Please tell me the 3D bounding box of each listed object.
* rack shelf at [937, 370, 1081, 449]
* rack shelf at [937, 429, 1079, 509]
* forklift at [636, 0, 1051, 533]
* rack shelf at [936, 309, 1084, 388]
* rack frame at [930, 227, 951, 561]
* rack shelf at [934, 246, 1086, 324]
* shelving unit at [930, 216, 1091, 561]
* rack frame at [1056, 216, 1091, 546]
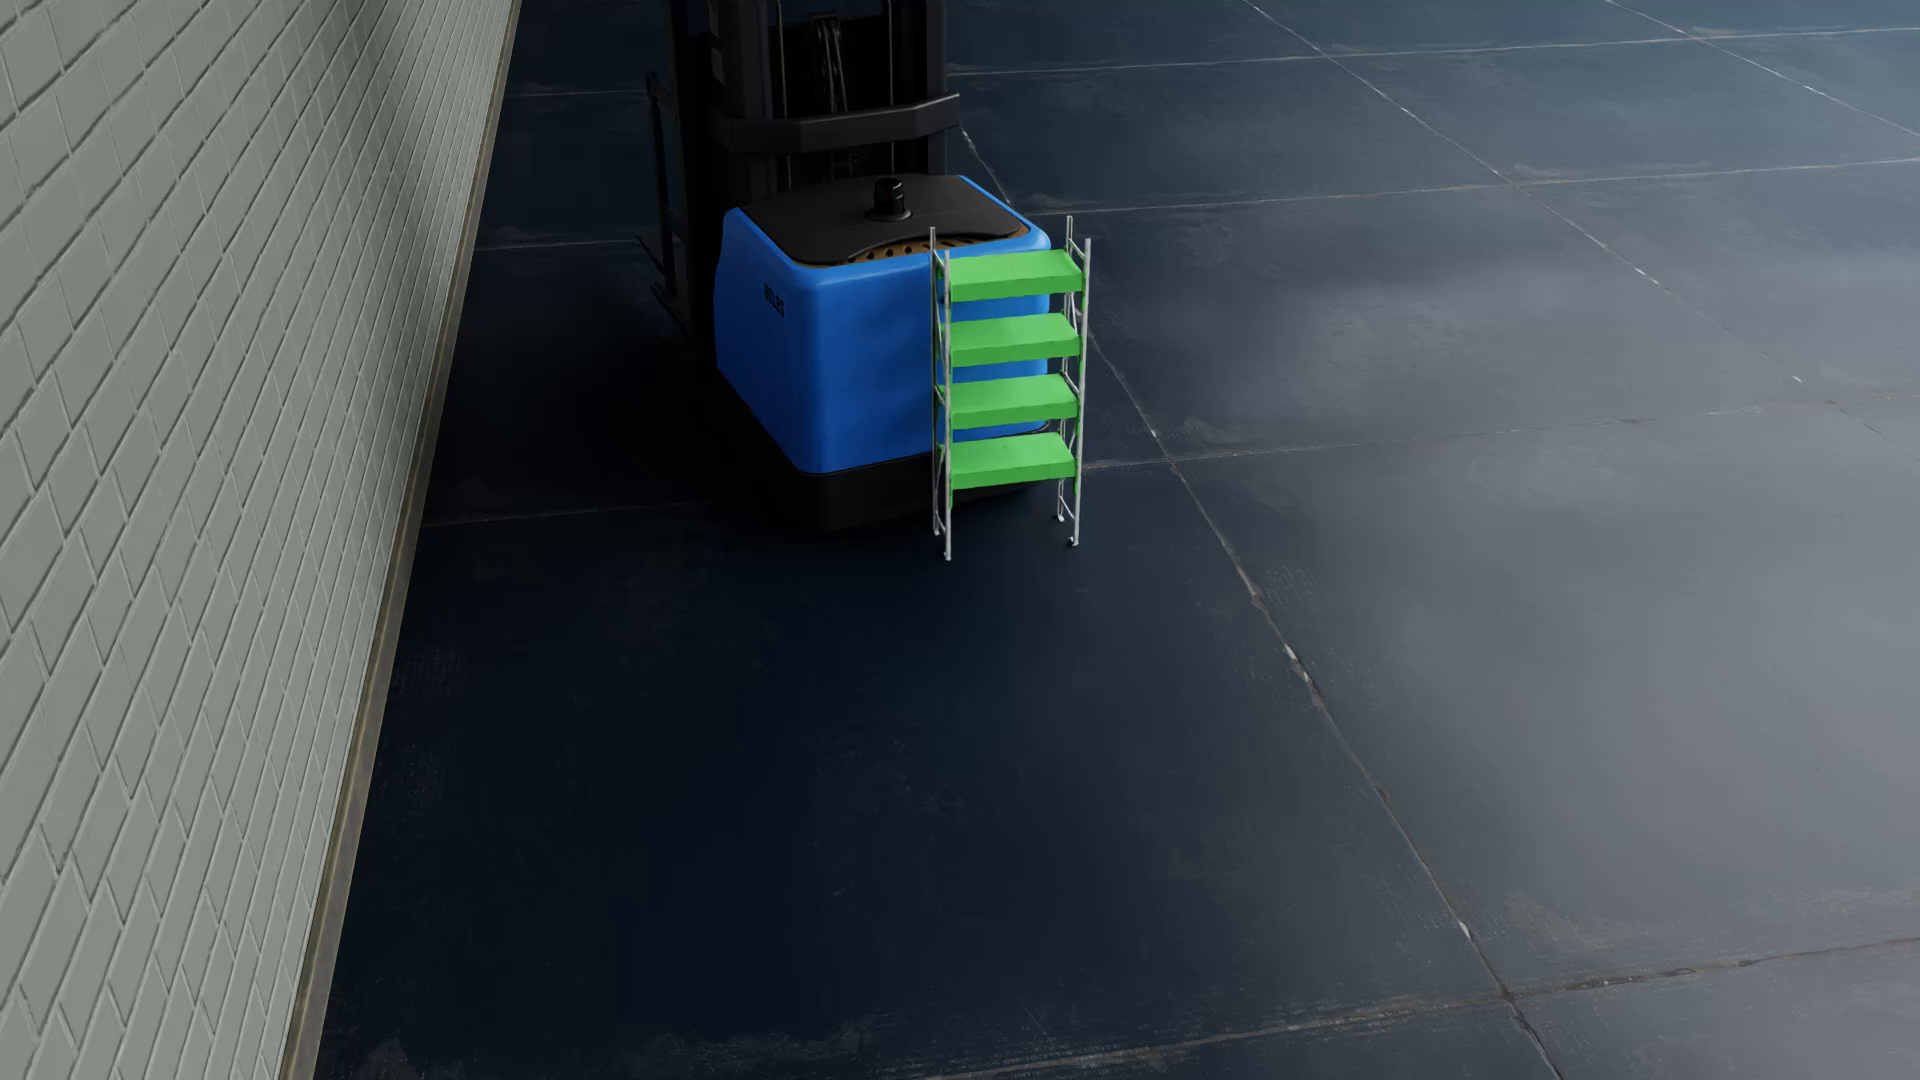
[{"bbox_3d":[0.169,-0.472,5.995,0.480,0.148,0.258,-7,31,-11],"label":"rack shelf"},{"bbox_3d":[0.169,-0.265,6.117,0.480,0.148,0.258,-7,31,-11],"label":"rack shelf"},{"bbox_3d":[-0.719,-2.019,6.793,1.130,2.935,3.031,-13,33,-21],"label":"forklift"},{"bbox_3d":[0.169,-0.679,5.873,0.480,0.148,0.258,-7,31,-11],"label":"rack shelf"},{"bbox_3d":[-0.069,-0.499,5.915,0.015,1.200,0.240,-7,31,-11],"label":"rack frame"},{"bbox_3d":[0.169,-0.886,5.752,0.480,0.148,0.258,-7,31,-11],"label":"rack shelf"},{"bbox_3d":[0.169,-0.527,5.963,0.503,1.200,0.258,-7,31,-11],"label":"shelving unit"},{"bbox_3d":[0.407,-0.555,6.010,0.015,1.200,0.240,-7,31,-11],"label":"rack frame"}]
